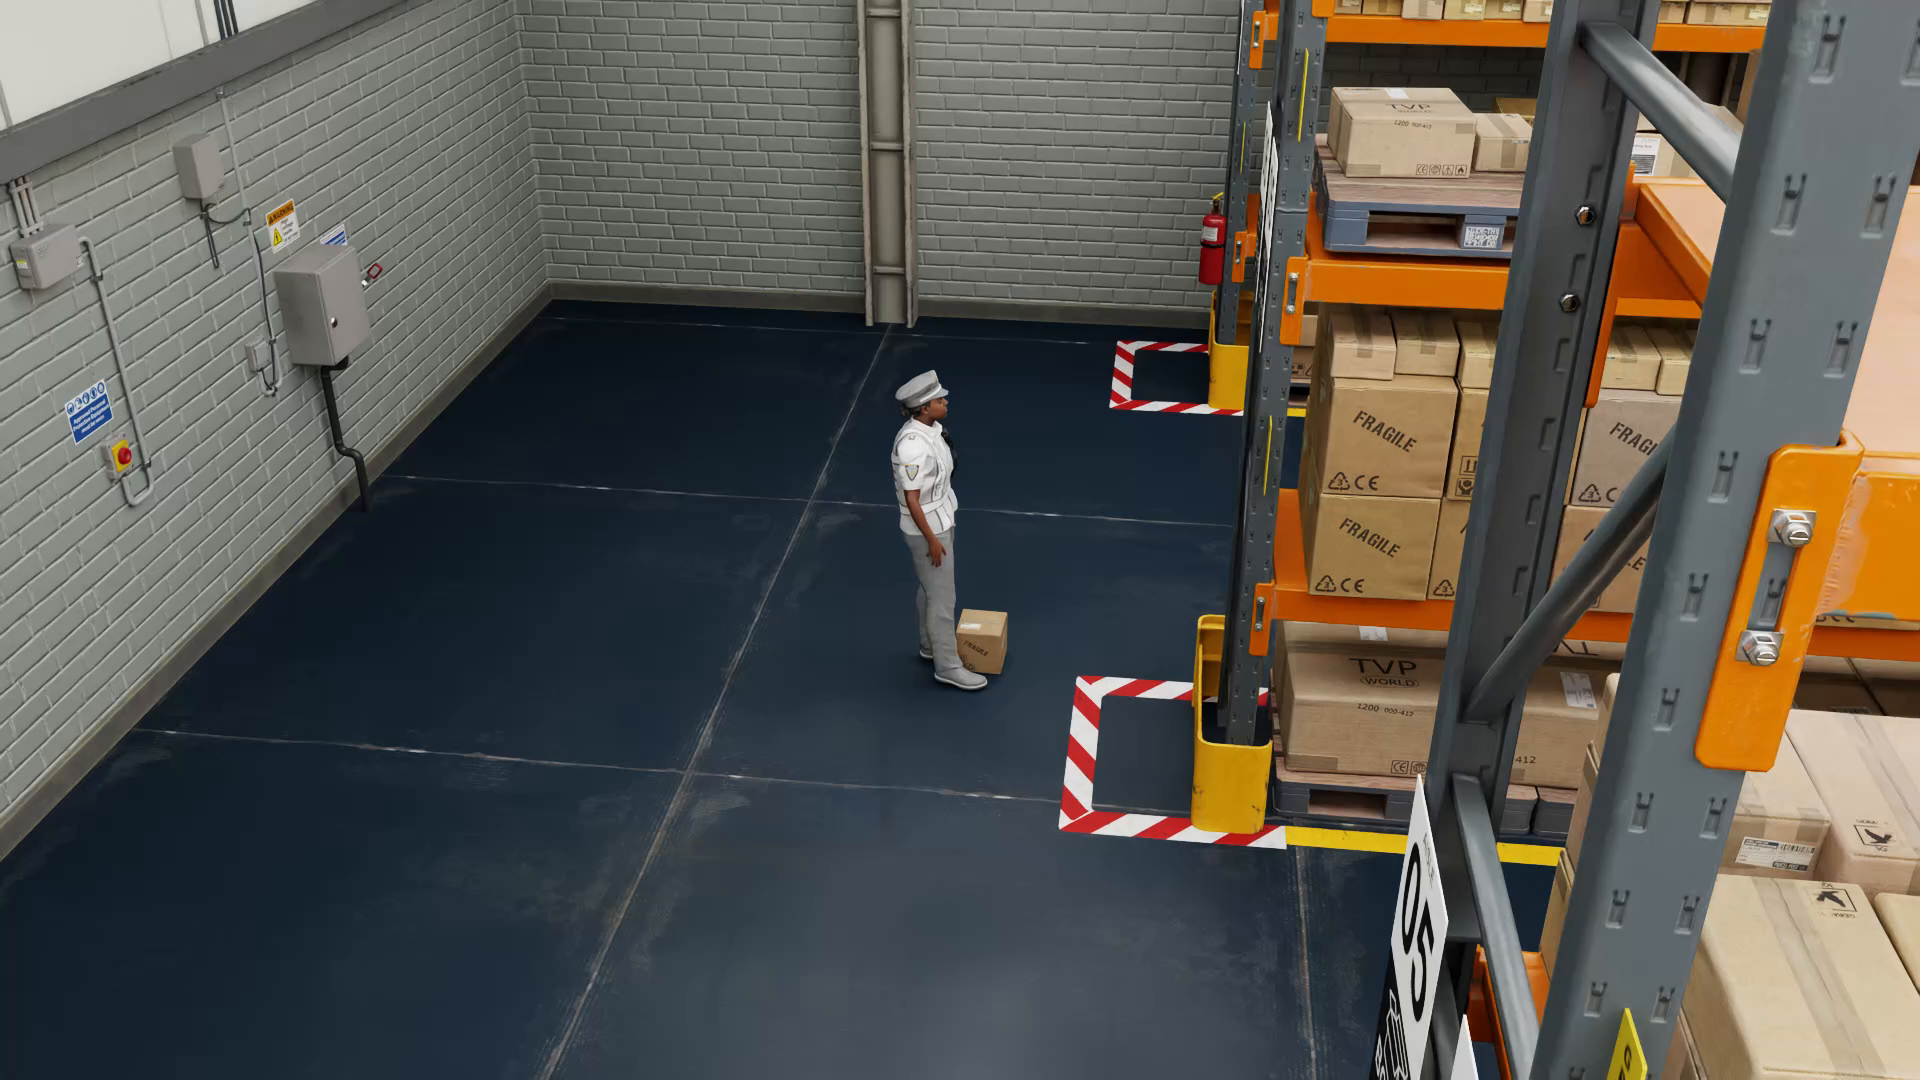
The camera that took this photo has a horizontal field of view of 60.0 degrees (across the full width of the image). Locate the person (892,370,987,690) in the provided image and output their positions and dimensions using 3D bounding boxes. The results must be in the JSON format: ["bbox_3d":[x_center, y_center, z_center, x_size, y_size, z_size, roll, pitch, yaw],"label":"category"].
[{"bbox_3d":[-0.087,-0.077,8.814,0.530,1.695,0.569,3,29,6],"label":"person"}]
